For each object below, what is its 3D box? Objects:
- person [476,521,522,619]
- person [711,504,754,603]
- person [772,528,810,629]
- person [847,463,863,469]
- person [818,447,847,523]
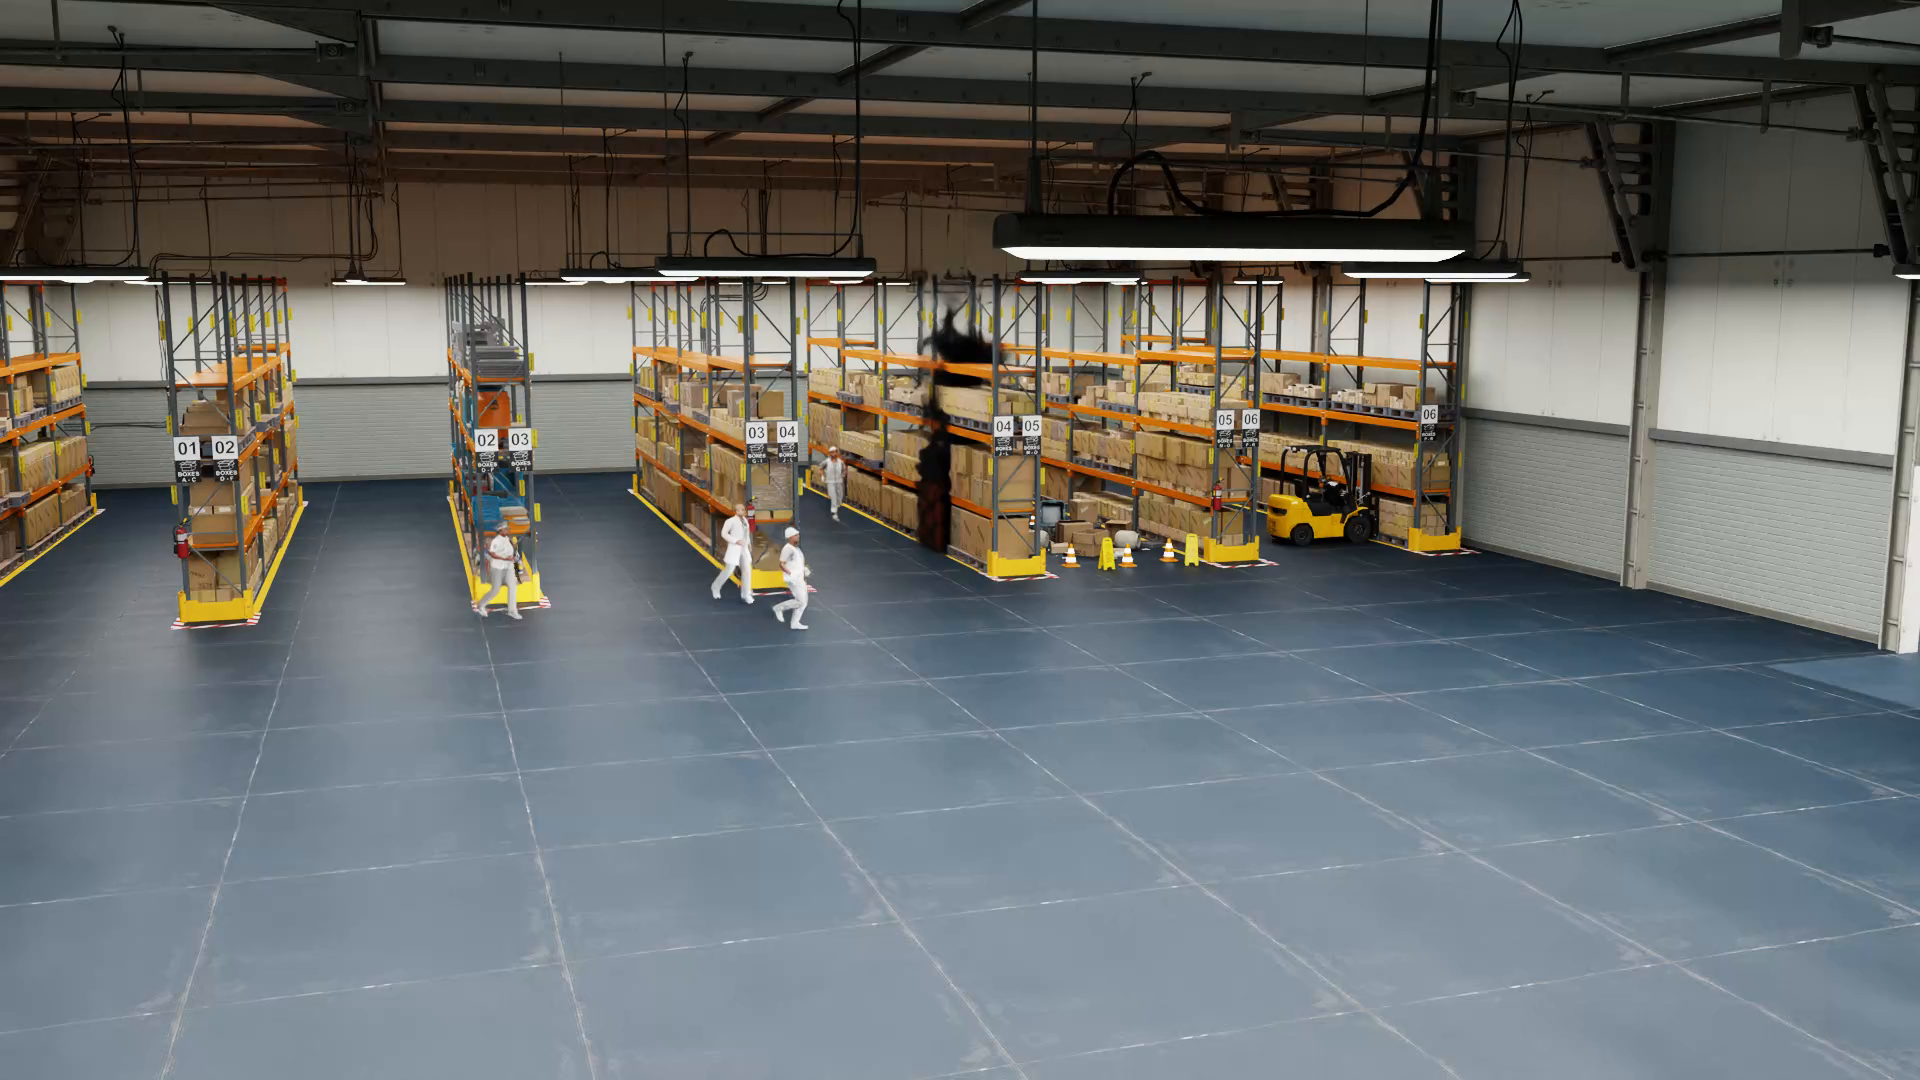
[{"bbox_3d":[-8.006,0.513,29.027,0.883,1.699,0.611,3,9,18],"label":"person"},{"bbox_3d":[-4.077,0.222,30.725,1.020,1.772,0.762,7,11,40],"label":"person"},{"bbox_3d":[-2.851,0.651,28.063,0.605,1.735,0.686,1,9,6],"label":"person"},{"bbox_3d":[-3.170,-2.725,50.212,0.990,1.835,0.728,-2,9,-12],"label":"person"},{"bbox_3d":[-2.956,-1.306,38.997,0.669,1.768,0.811,-3,9,-21],"label":"person"}]
